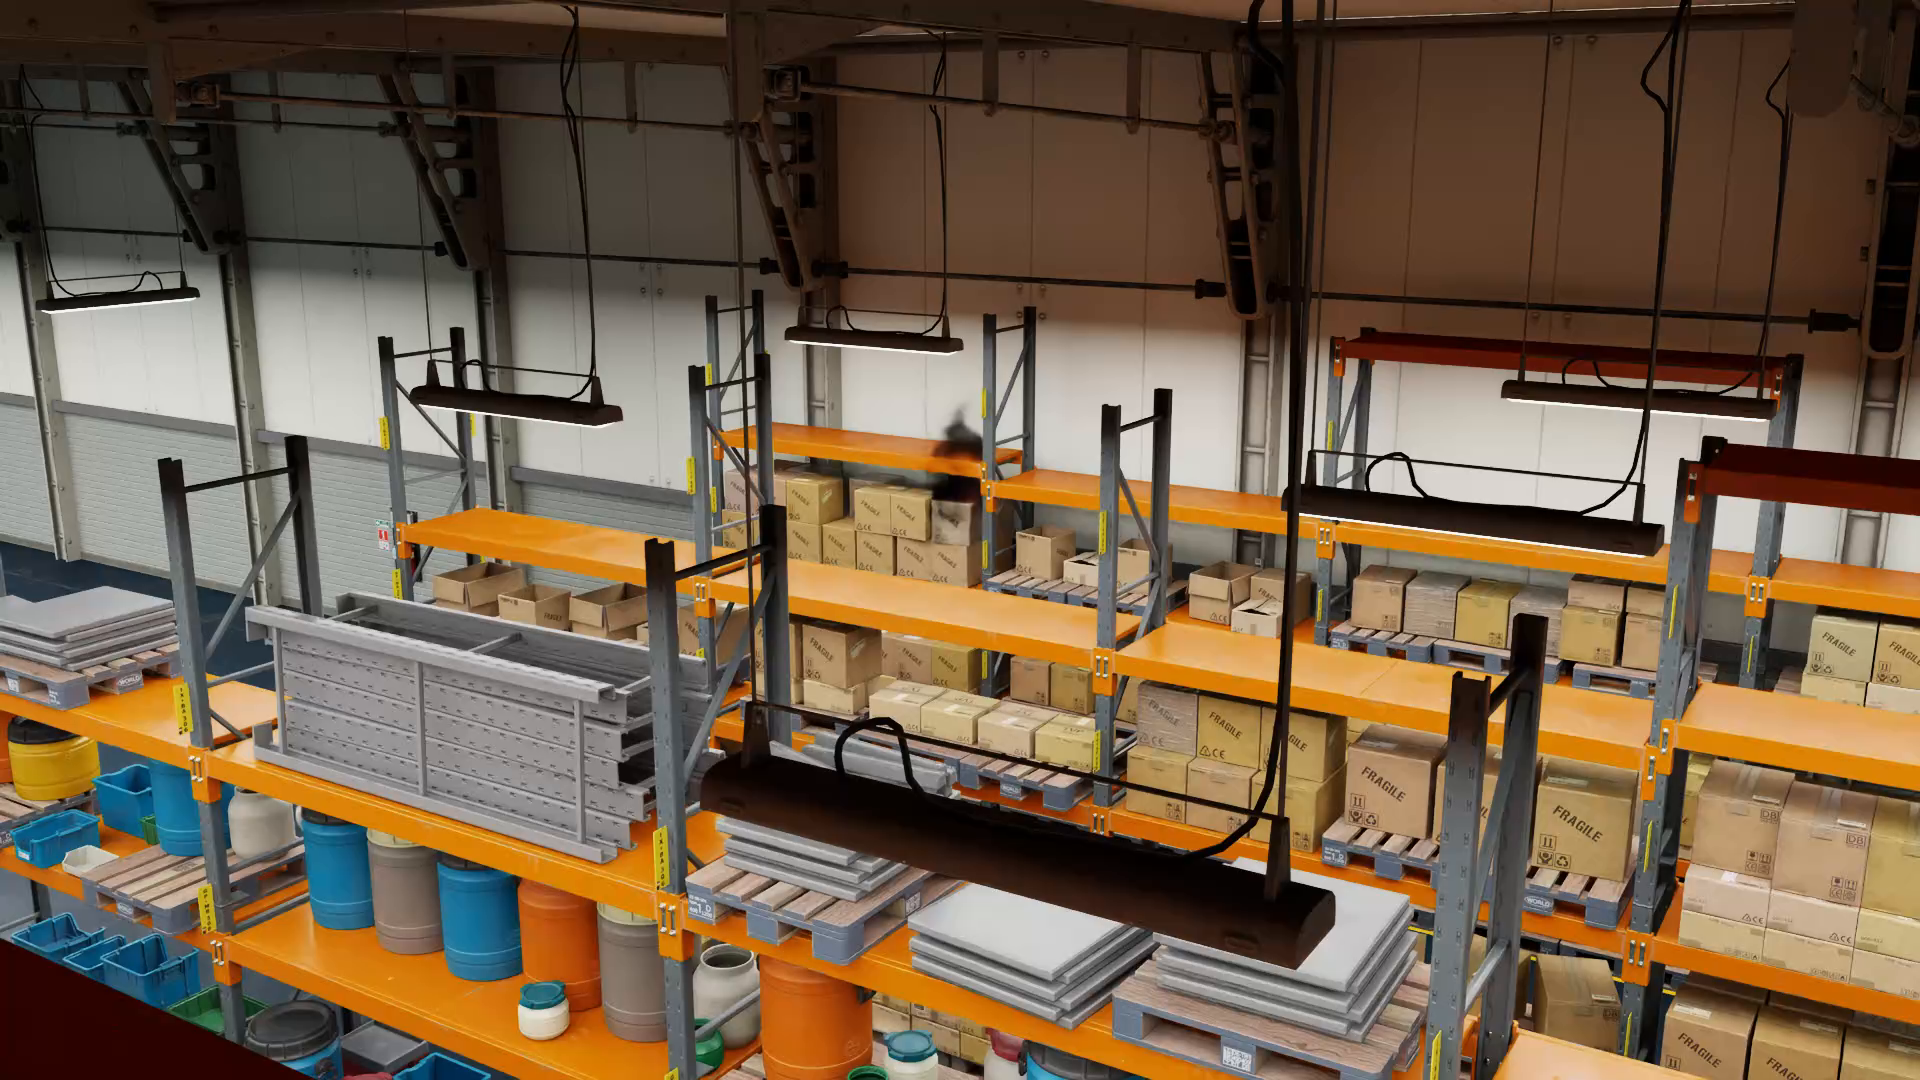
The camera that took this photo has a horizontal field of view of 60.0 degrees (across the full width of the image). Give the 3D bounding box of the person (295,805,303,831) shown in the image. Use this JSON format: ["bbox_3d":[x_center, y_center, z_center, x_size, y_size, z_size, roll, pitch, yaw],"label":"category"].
[{"bbox_3d":[-7.180,2.725,18.573,0.750,1.832,0.654,-9,17,-33],"label":"person"}]
